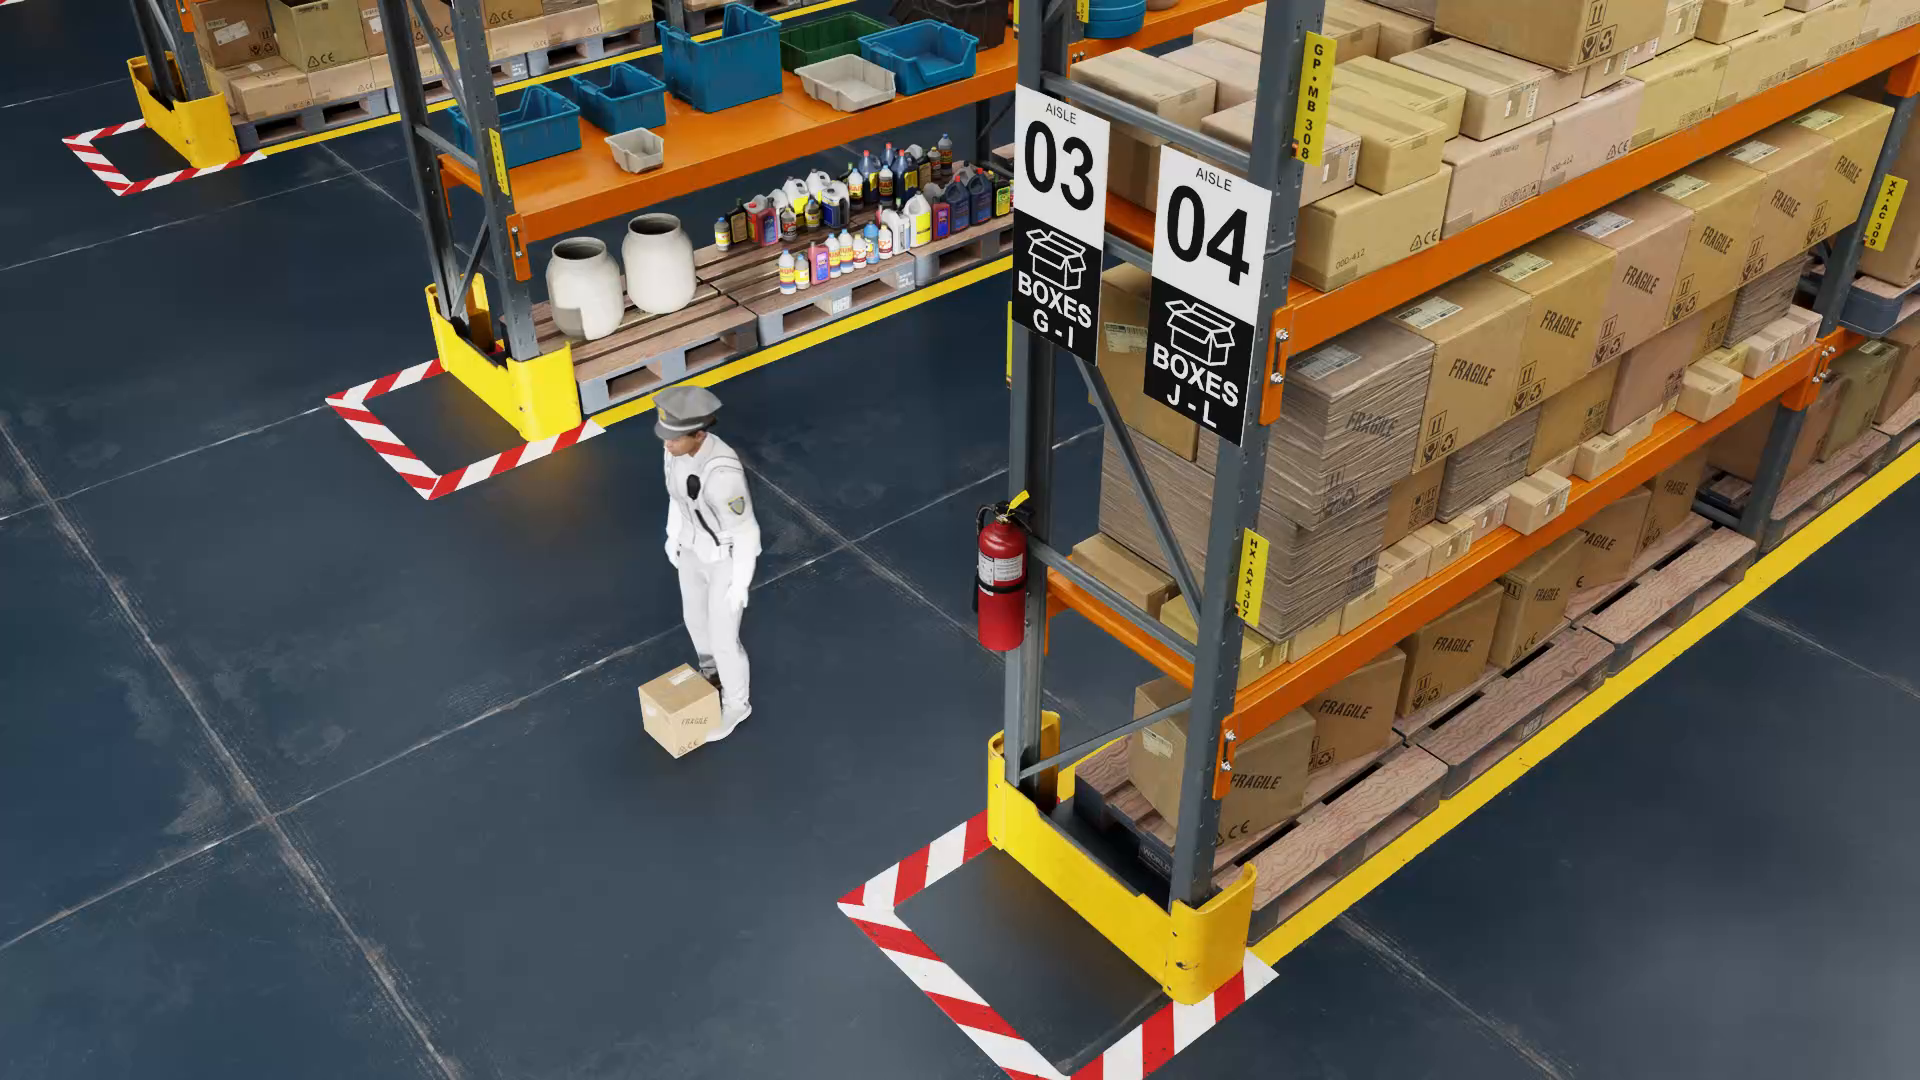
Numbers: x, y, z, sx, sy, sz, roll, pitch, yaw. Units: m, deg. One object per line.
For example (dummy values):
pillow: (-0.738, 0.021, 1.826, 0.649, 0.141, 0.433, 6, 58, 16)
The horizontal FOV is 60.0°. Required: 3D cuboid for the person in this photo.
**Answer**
person: (-1.049, 0.087, 6.954, 0.405, 1.663, 0.539, -28, 44, -32)
